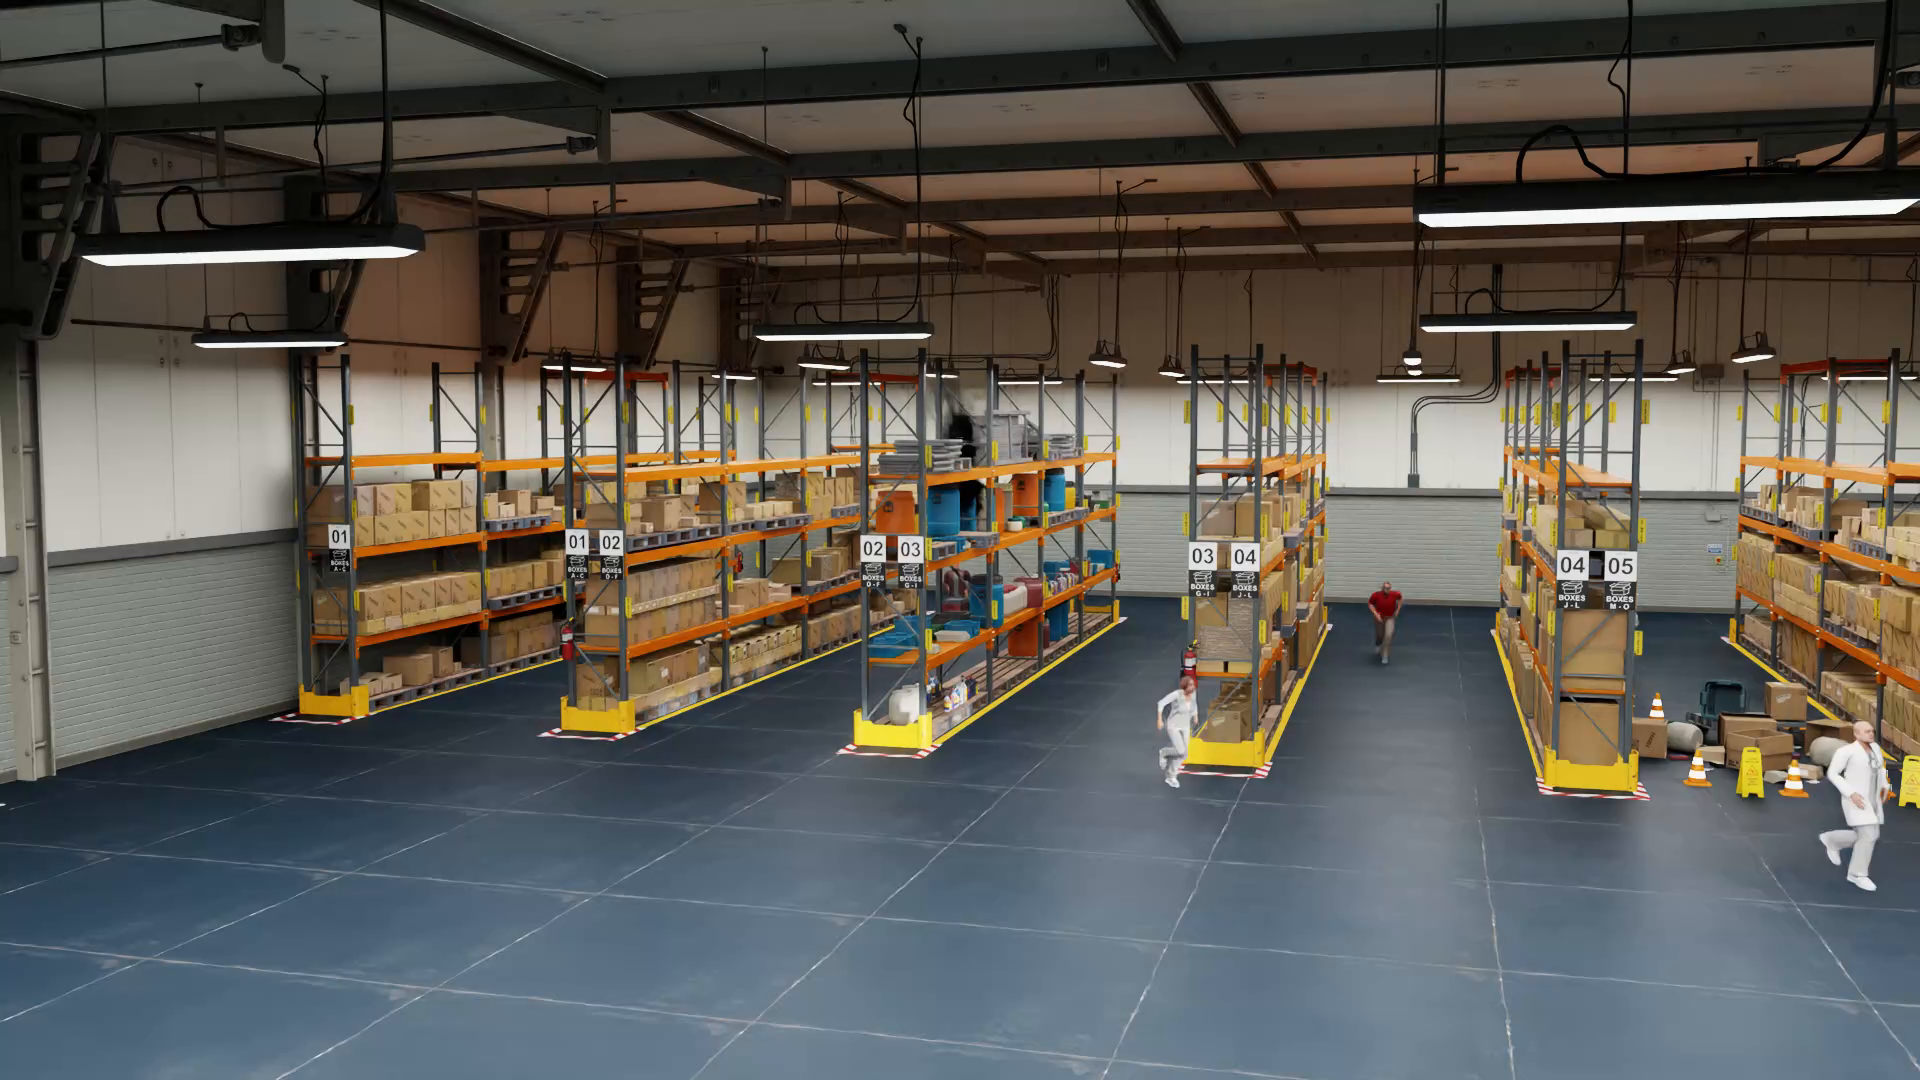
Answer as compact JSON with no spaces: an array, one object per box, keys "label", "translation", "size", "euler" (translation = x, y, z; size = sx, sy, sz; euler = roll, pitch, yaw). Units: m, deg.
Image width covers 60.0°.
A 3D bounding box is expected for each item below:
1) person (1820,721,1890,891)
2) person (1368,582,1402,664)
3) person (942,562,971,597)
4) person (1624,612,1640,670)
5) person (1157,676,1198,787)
[{"label":"person","translation":[9.588,2.801,17.853],"size":[0.730,1.775,0.754],"euler":[-2,5,-21]},{"label":"person","translation":[8.657,1.657,33.969],"size":[0.694,1.692,1.010],"euler":[0,4,3]},{"label":"person","translation":[-0.072,1.309,37.593],"size":[0.682,1.763,0.720],"euler":[1,4,7]},{"label":"person","translation":[12.293,1.817,30.947],"size":[0.654,1.731,0.654],"euler":[0,4,3]},{"label":"person","translation":[2.951,2.574,22.472],"size":[0.529,1.532,0.673],"euler":[-3,5,-35]}]
